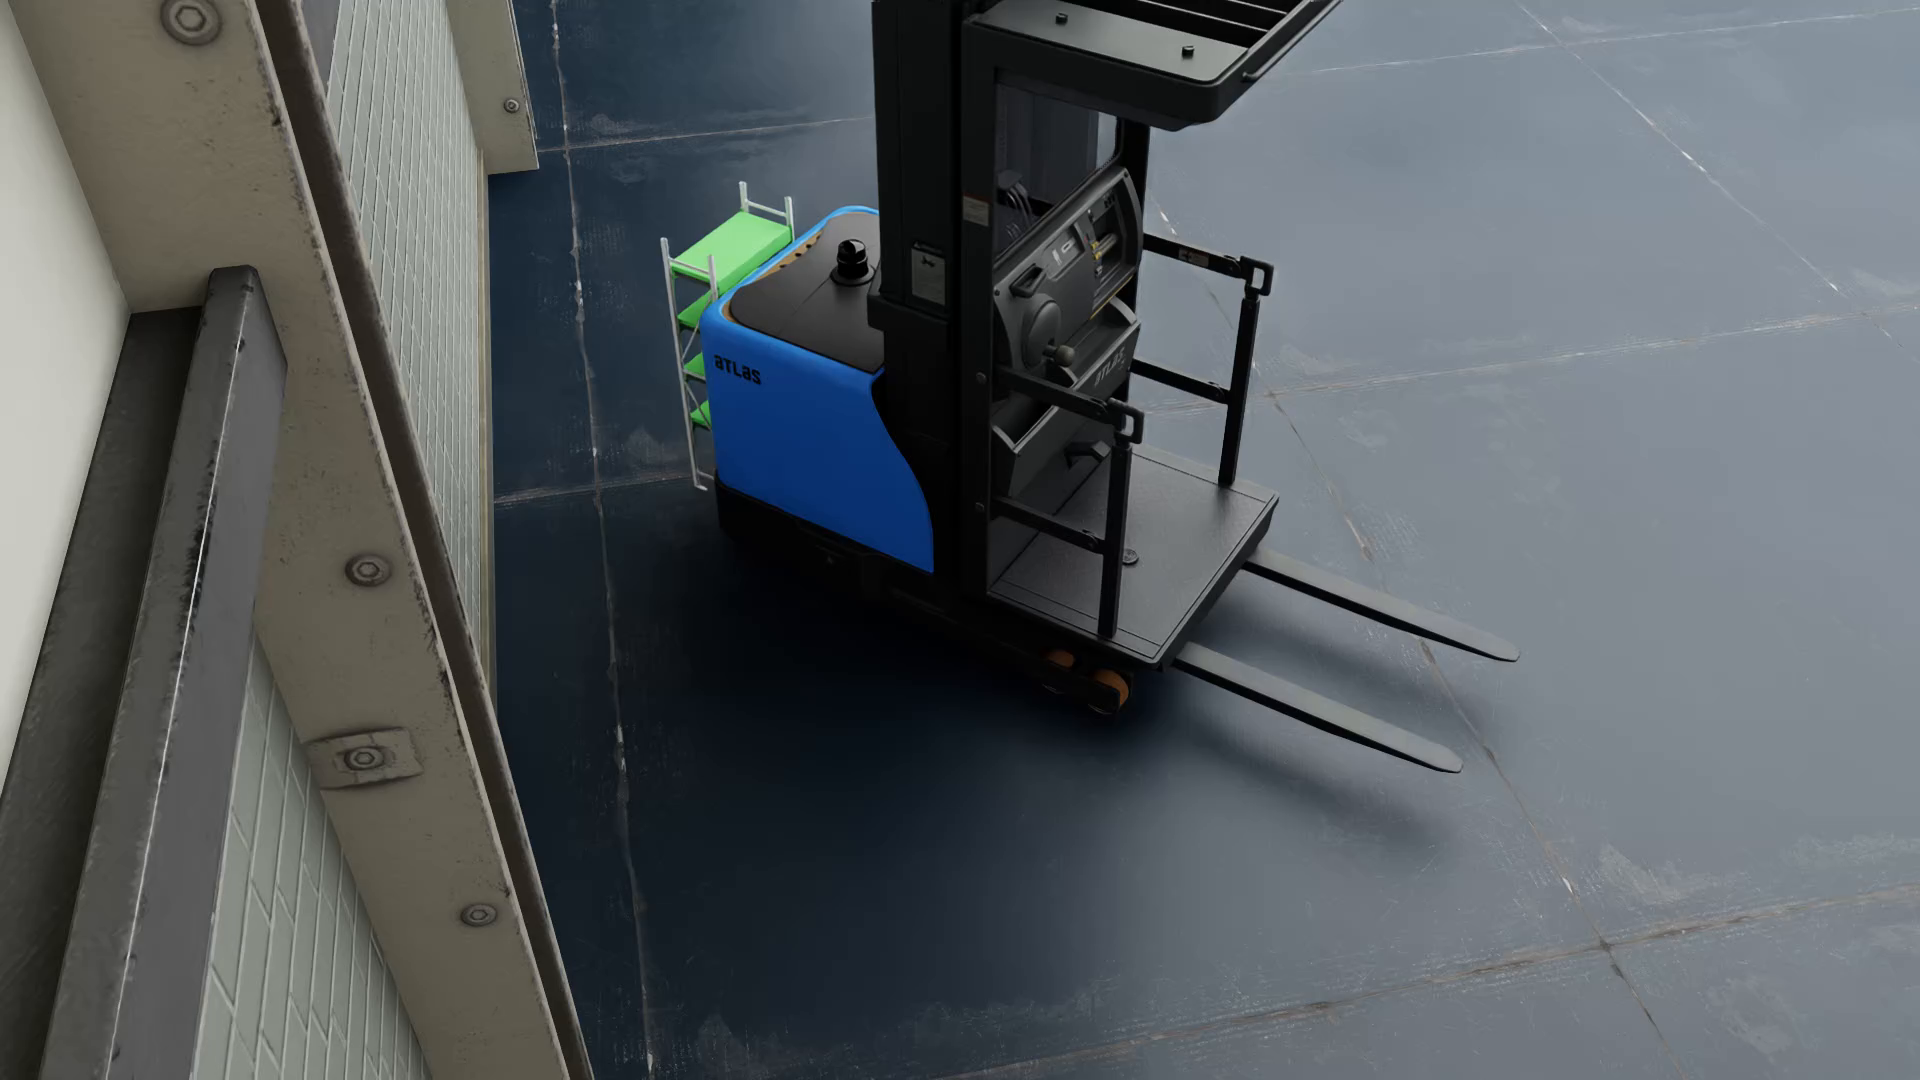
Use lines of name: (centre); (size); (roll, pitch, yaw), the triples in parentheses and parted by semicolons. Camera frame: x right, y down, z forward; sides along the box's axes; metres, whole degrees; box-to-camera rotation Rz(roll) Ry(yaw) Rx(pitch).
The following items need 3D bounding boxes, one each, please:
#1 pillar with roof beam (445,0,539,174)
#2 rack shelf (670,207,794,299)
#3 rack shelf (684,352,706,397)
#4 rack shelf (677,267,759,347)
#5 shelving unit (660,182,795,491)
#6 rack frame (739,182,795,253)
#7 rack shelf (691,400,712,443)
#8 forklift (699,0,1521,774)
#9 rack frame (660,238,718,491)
pillar with roof beam: (1.726, -6.100, 6.843); (9.100, 9.000, 0.400); (-8, 42, -9)
rack shelf: (-0.886, -1.086, 6.443); (0.258, 0.148, 0.480); (22, 46, 23)
rack shelf: (-0.886, -0.727, 6.762); (0.258, 0.148, 0.480); (22, 46, 23)
rack shelf: (-0.886, -0.907, 6.602); (0.258, 0.148, 0.480); (22, 46, 23)
shelving unit: (-0.886, -0.775, 6.719); (0.258, 1.200, 0.503); (22, 46, 23)
rack frame: (-0.759, -0.914, 6.875); (0.240, 1.200, 0.015); (22, 46, 23)
rack shelf: (-0.886, -0.548, 6.921); (0.258, 0.148, 0.480); (22, 46, 23)
forklift: (0.550, -0.870, 5.522); (3.031, 2.935, 1.130); (22, 46, 23)
rack frame: (-1.012, -0.637, 6.563); (0.240, 1.200, 0.015); (22, 46, 23)
